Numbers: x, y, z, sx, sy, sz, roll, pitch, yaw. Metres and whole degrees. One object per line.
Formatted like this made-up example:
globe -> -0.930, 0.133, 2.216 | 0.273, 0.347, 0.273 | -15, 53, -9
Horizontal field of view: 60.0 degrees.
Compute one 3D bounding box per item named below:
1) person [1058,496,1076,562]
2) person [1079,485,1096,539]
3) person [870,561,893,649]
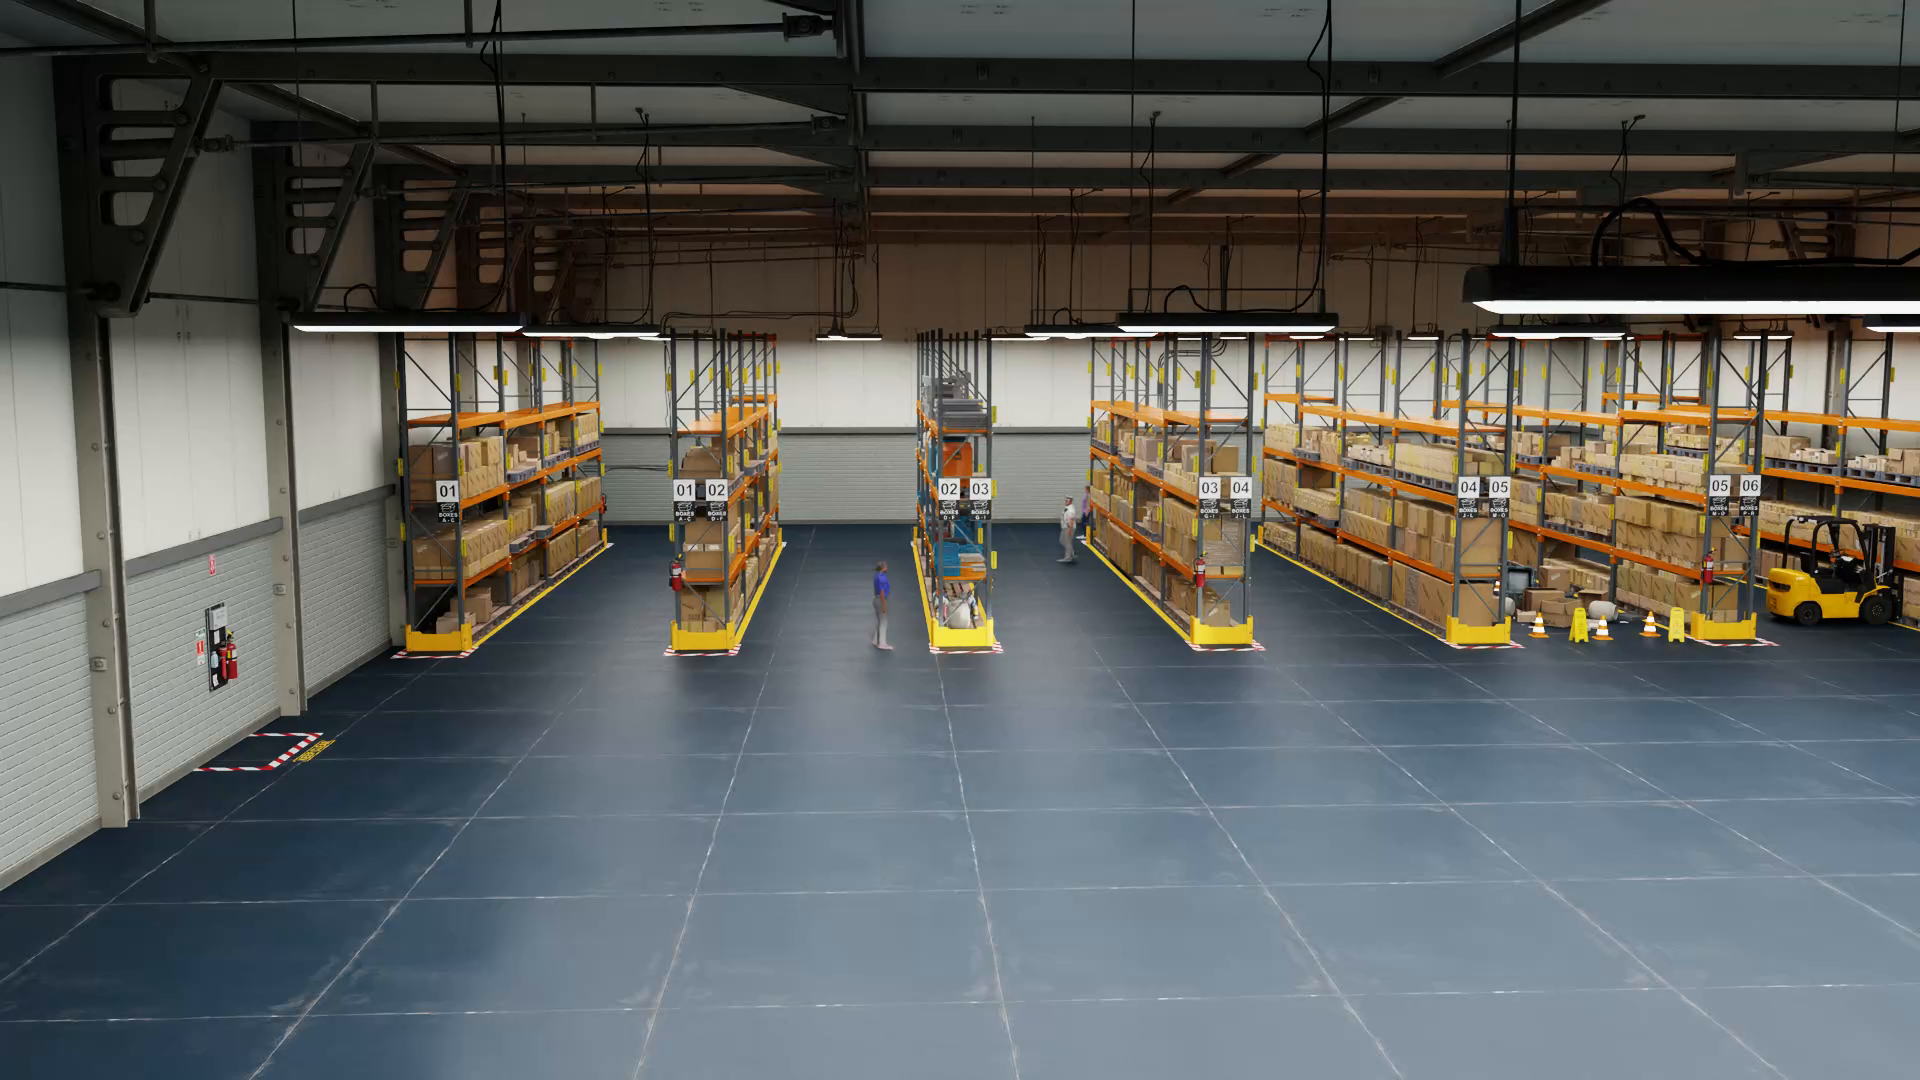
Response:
person -> 2.816, -0.281, 43.704 | 0.491, 1.781, 0.576 | -1, 7, -11
person -> 3.791, -0.816, 48.774 | 0.648, 1.582, 0.430 | 4, 8, 30
person -> -1.472, 1.230, 31.393 | 0.353, 1.693, 0.538 | -2, 7, -16
